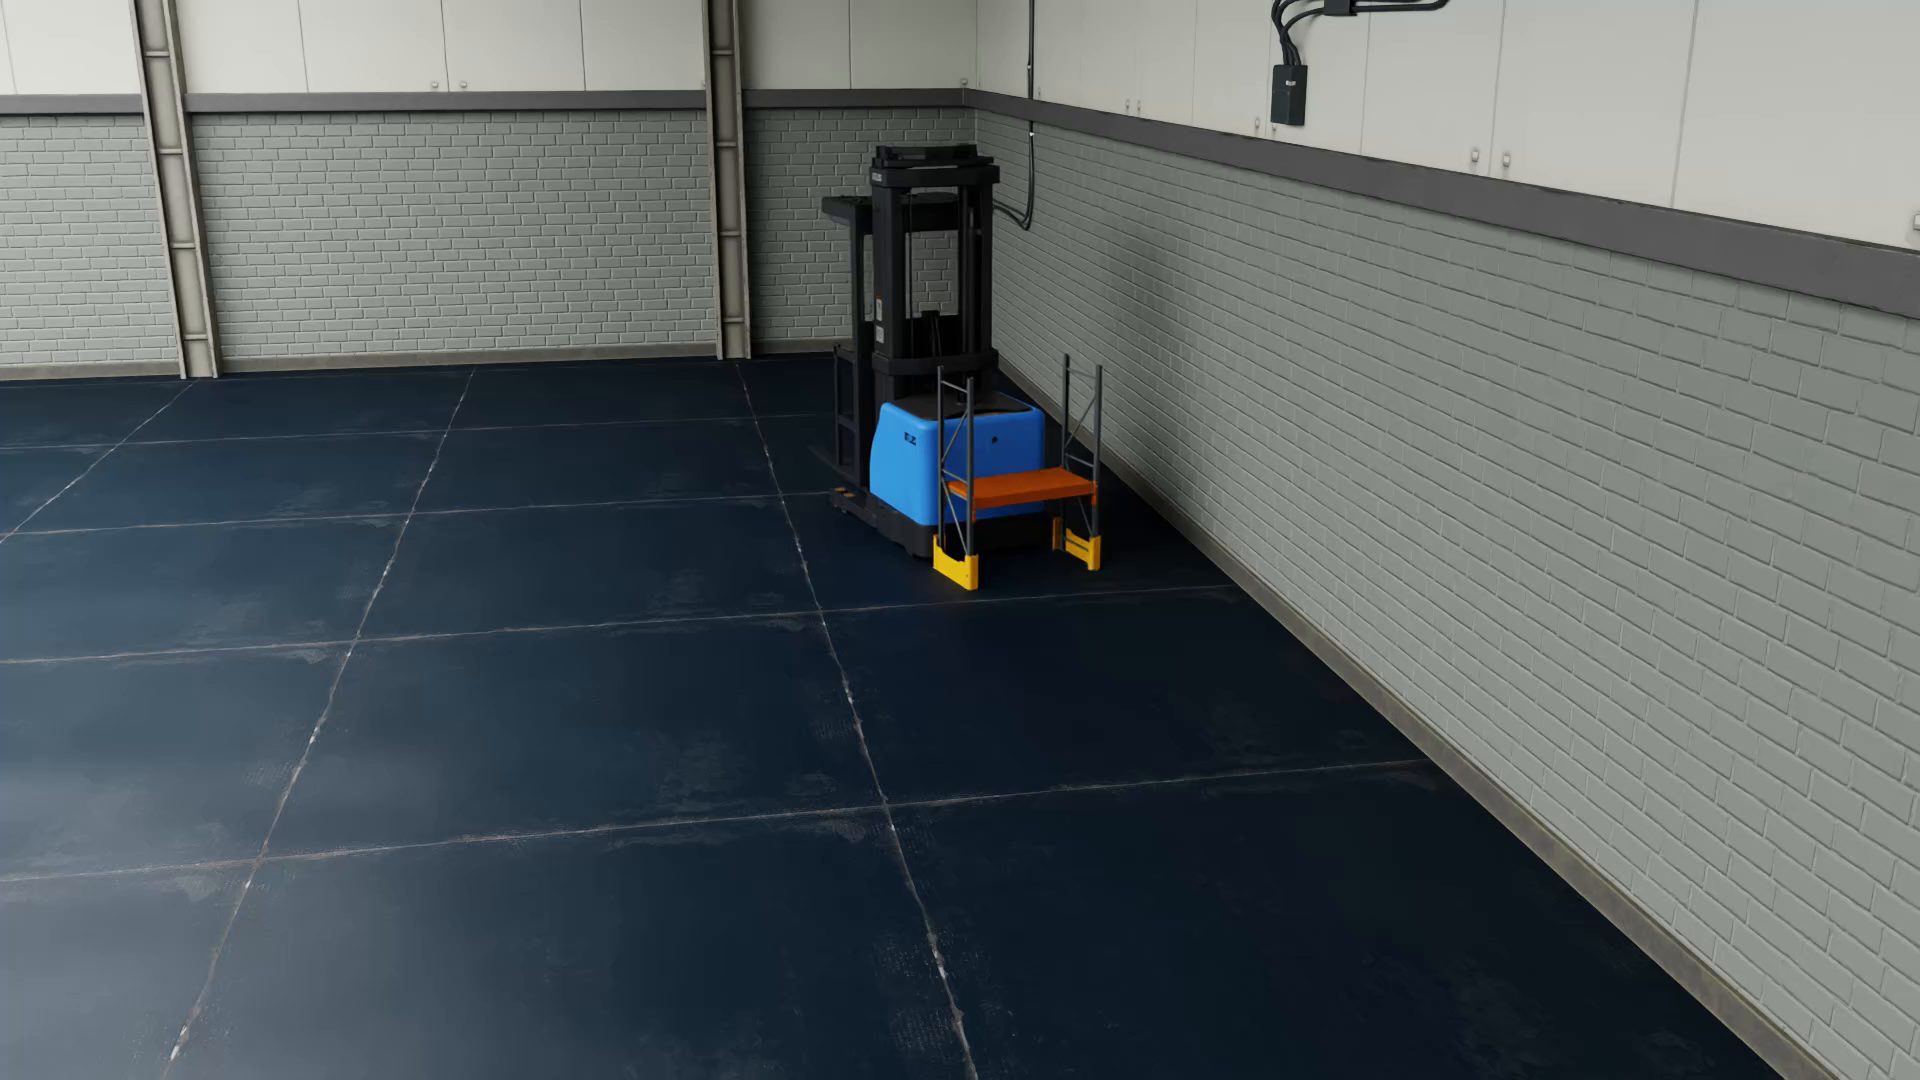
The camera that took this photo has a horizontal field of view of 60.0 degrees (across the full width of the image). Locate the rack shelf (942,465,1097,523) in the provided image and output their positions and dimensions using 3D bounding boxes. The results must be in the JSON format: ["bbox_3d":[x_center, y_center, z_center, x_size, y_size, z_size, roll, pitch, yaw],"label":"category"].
[{"bbox_3d":[0.423,-0.337,11.968,1.000,0.185,0.538,-8,19,-25],"label":"rack shelf"}]

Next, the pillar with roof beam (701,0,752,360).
[{"bbox_3d":[-1.899,-5.265,14.627,0.400,9.000,9.100,-3,17,-10],"label":"pillar with roof beam"}]

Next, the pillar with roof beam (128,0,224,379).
[{"bbox_3d":[-7.790,-4.931,13.539,0.400,9.000,9.100,-3,17,-10],"label":"pillar with roof beam"}]

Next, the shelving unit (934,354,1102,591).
[{"bbox_3d":[0.415,-0.508,11.911,1.083,1.500,0.587,-8,19,-25],"label":"shelving unit"}]

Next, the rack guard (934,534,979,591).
[{"bbox_3d":[-0.030,0.155,11.882,0.087,0.250,0.587,-8,19,-25],"label":"rack guard"}]

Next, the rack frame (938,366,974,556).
[{"bbox_3d":[-0.032,-0.442,11.698,0.032,1.500,0.500,-8,19,-25],"label":"rack frame"}]

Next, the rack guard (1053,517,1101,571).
[{"bbox_3d":[0.861,0.024,12.307,0.087,0.250,0.587,-8,19,-25],"label":"rack guard"}]

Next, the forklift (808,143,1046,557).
[{"bbox_3d":[-0.423,-1.662,13.232,1.130,2.935,3.031,-8,19,-23],"label":"forklift"}]

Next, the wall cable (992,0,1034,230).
[{"bbox_3d":[0.428,-4.805,18.416,0.112,2.526,3.097,-3,17,-10],"label":"wall cable"}]

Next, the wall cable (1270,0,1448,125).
[{"bbox_3d":[2.213,-5.177,8.548,0.169,6.003,2.305,-3,17,-10],"label":"wall cable"}]

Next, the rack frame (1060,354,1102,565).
[{"bbox_3d":[0.878,-0.576,12.132,0.032,1.500,0.500,-8,19,-25],"label":"rack frame"}]
